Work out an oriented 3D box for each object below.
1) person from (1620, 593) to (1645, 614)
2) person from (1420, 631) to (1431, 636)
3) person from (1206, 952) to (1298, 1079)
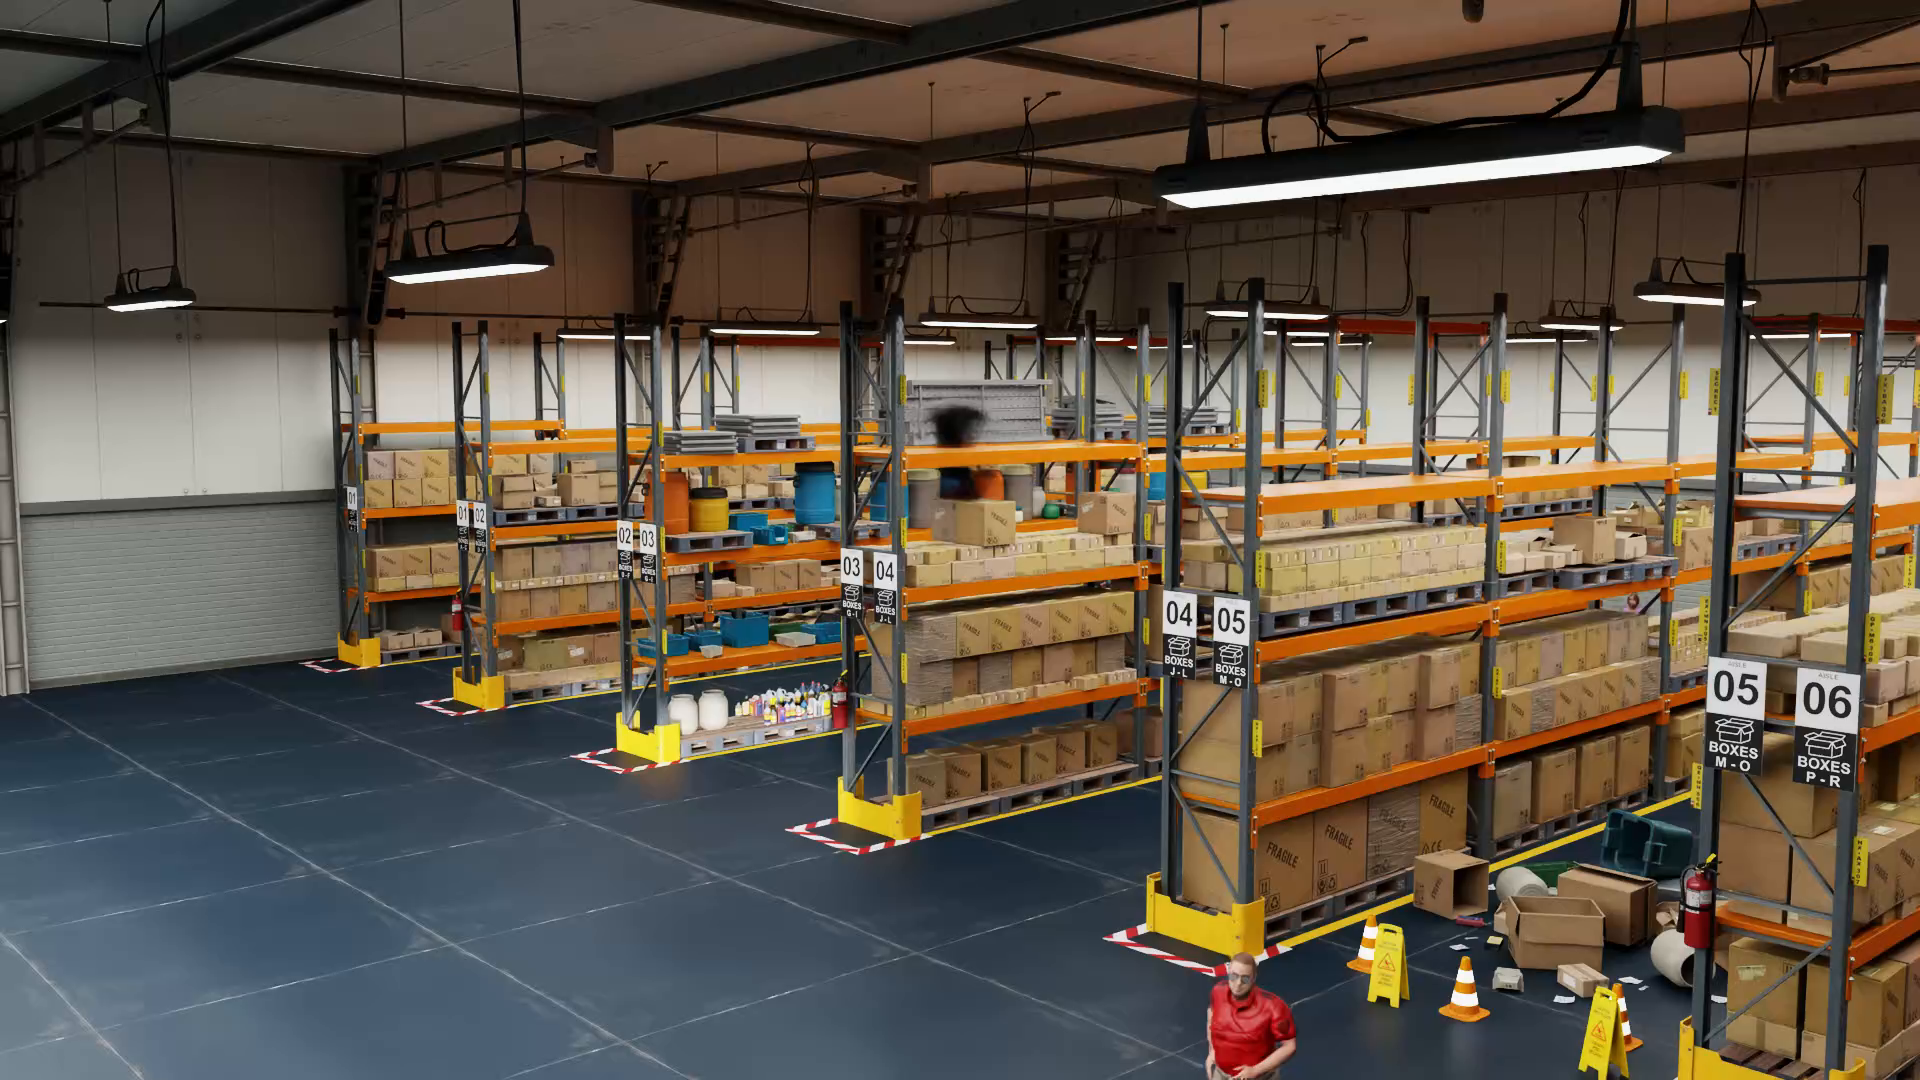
[{"bbox_3d":[11.052,1.665,27.421,0.532,1.607,0.815,4,7,33],"label":"person"},{"bbox_3d":[6.560,1.989,23.467,0.853,1.748,0.673,-5,7,-40],"label":"person"},{"bbox_3d":[1.798,3.316,10.218,0.627,1.708,0.841,3,6,24],"label":"person"}]
